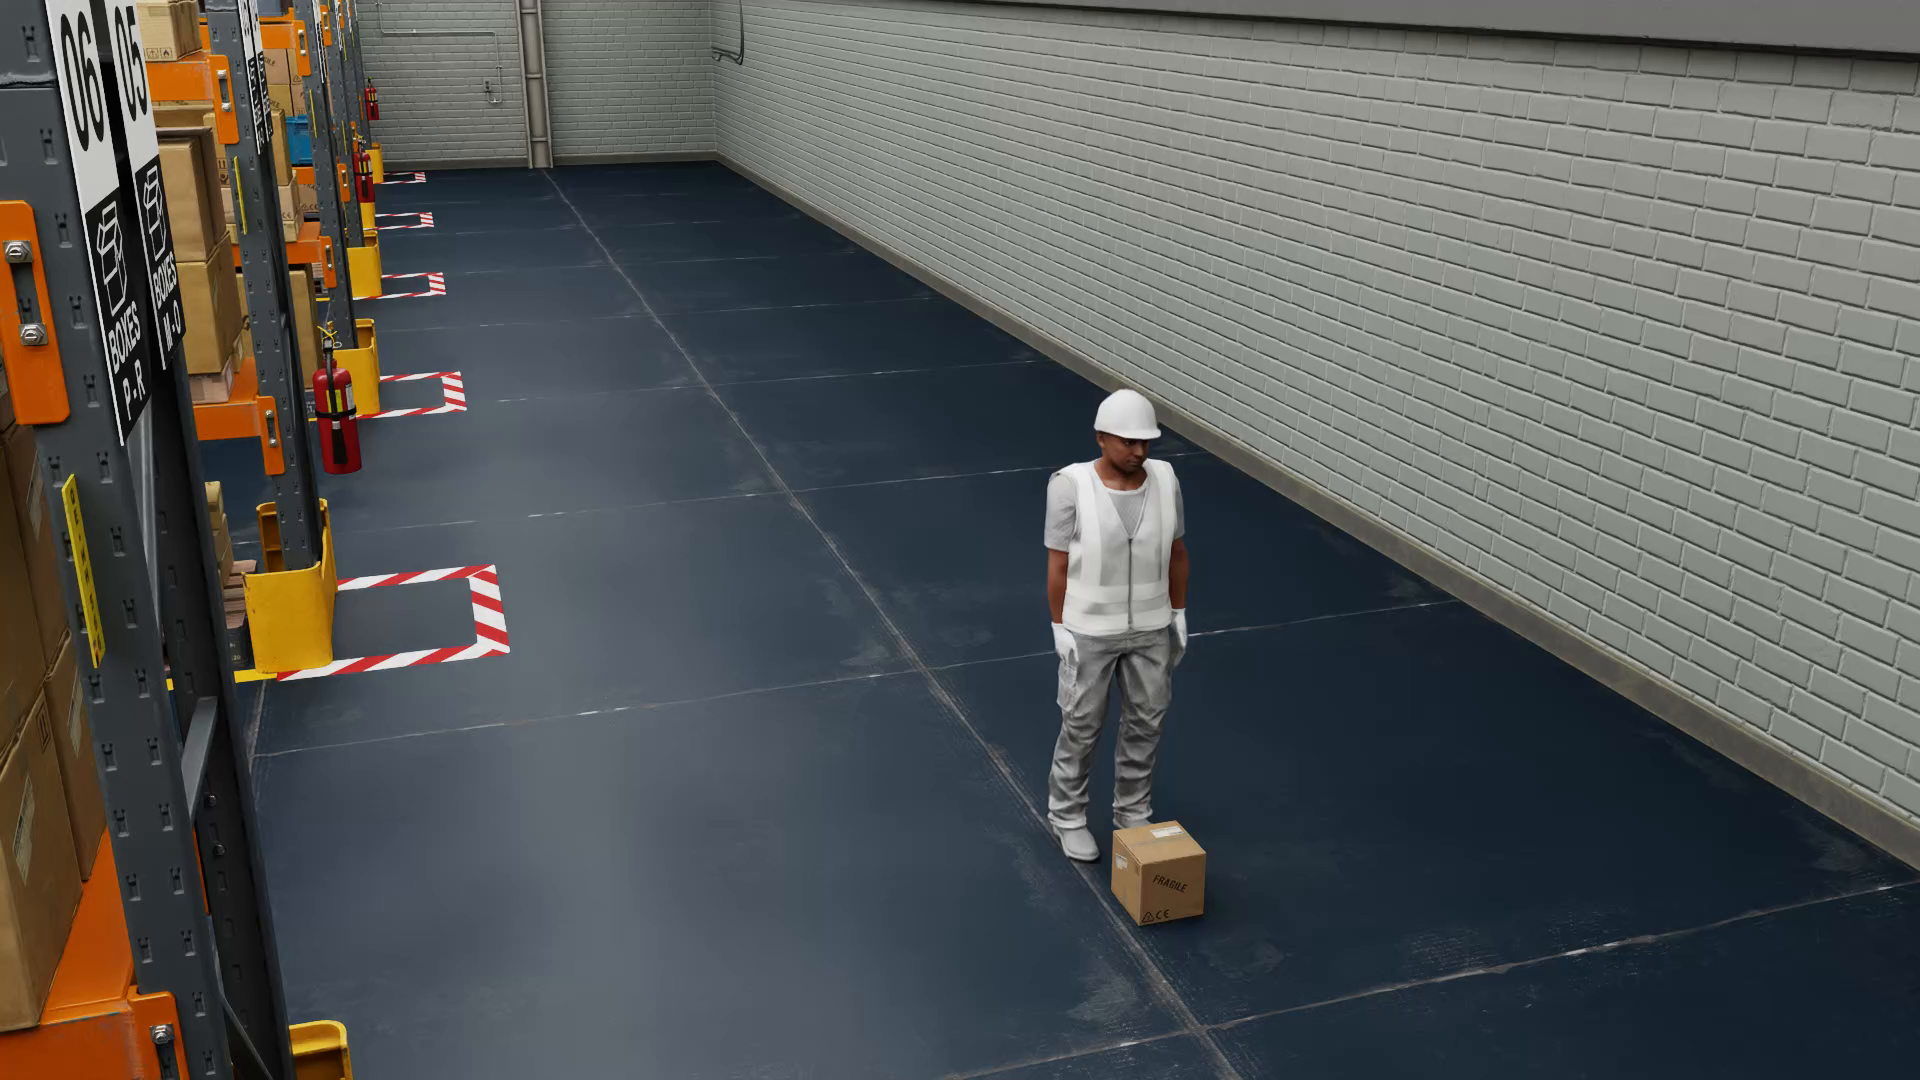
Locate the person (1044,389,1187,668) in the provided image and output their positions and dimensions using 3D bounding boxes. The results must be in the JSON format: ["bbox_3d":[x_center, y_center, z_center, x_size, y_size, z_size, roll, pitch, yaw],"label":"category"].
[{"bbox_3d":[0.578,-0.026,6.019,0.540,1.061,0.349,-6,20,-16],"label":"person"}]
